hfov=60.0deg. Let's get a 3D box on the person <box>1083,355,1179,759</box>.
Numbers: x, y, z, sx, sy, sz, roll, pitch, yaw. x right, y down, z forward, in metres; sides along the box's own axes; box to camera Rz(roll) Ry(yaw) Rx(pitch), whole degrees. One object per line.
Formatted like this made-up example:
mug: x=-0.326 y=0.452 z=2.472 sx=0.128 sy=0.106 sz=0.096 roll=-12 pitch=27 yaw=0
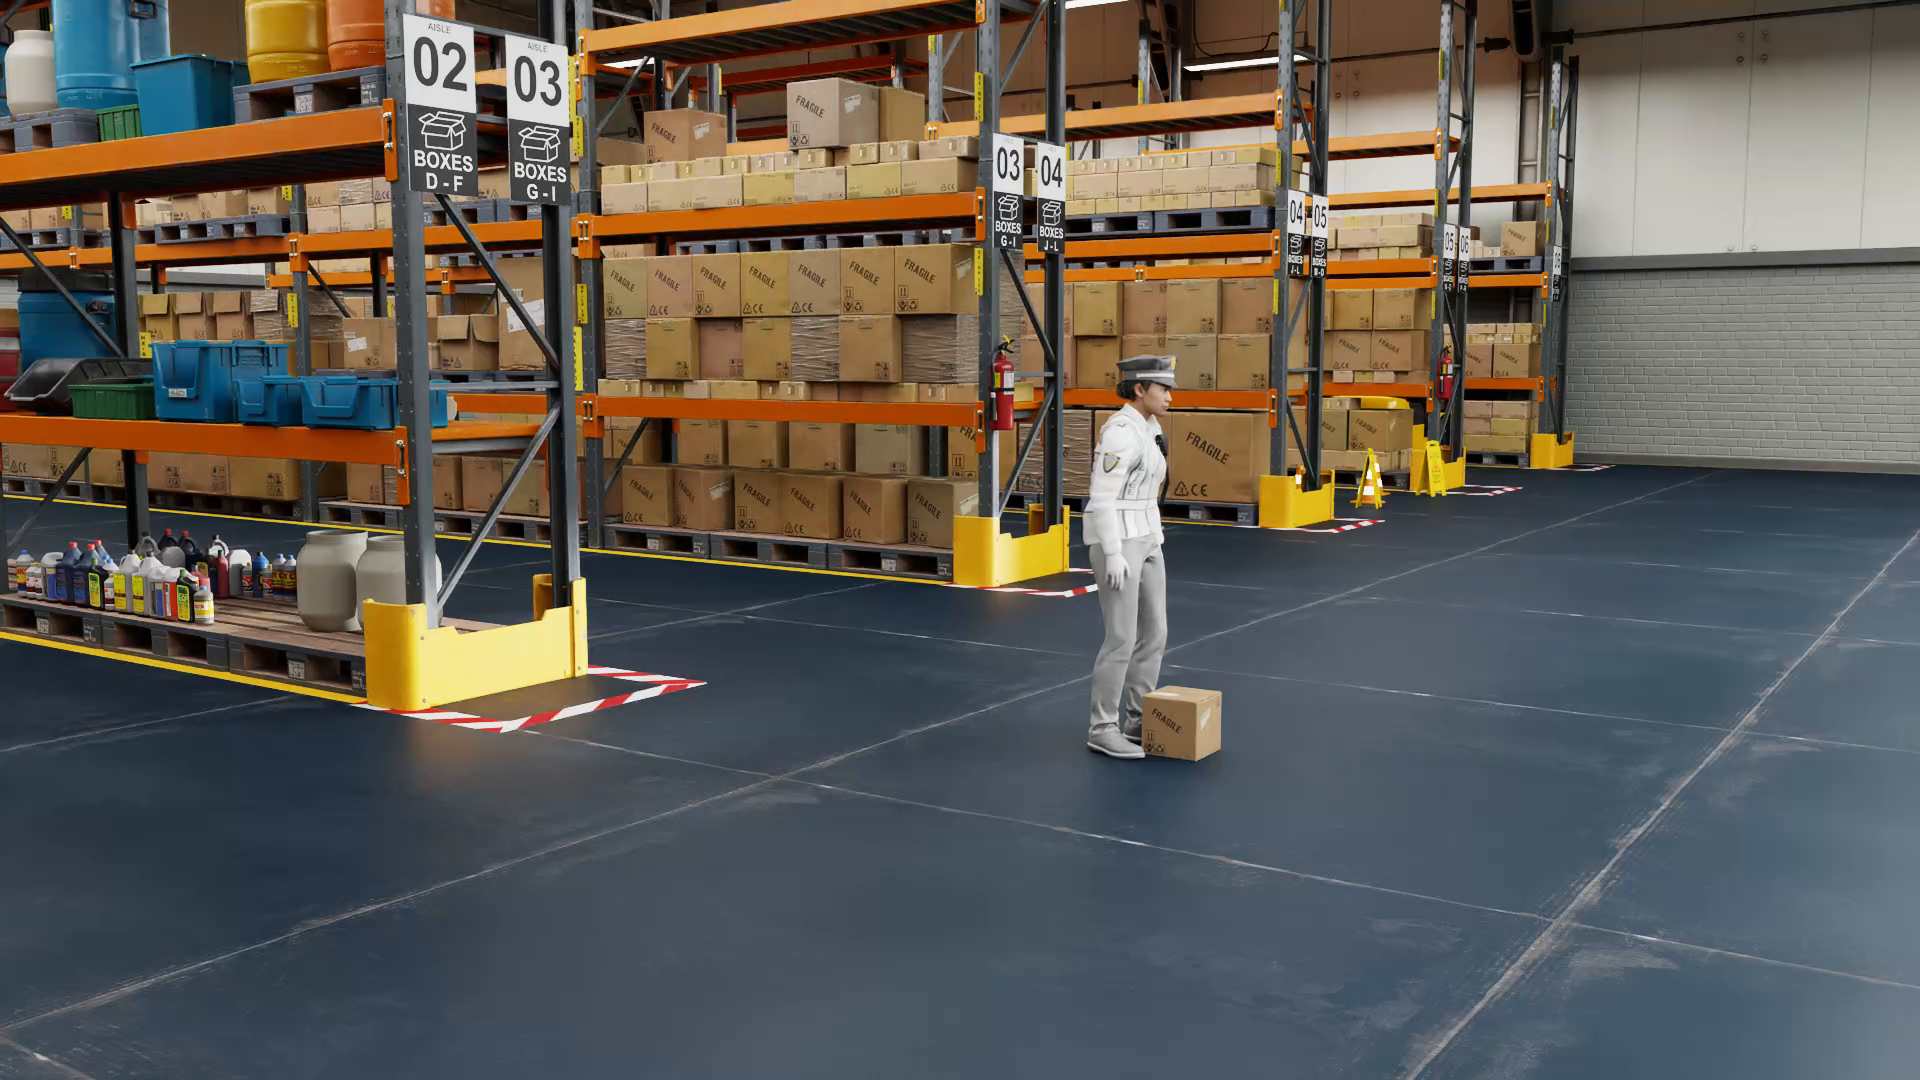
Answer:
person: x=0.744 y=0.053 z=7.025 sx=0.415 sy=1.662 sz=0.537 roll=4 pitch=7 yaw=30
